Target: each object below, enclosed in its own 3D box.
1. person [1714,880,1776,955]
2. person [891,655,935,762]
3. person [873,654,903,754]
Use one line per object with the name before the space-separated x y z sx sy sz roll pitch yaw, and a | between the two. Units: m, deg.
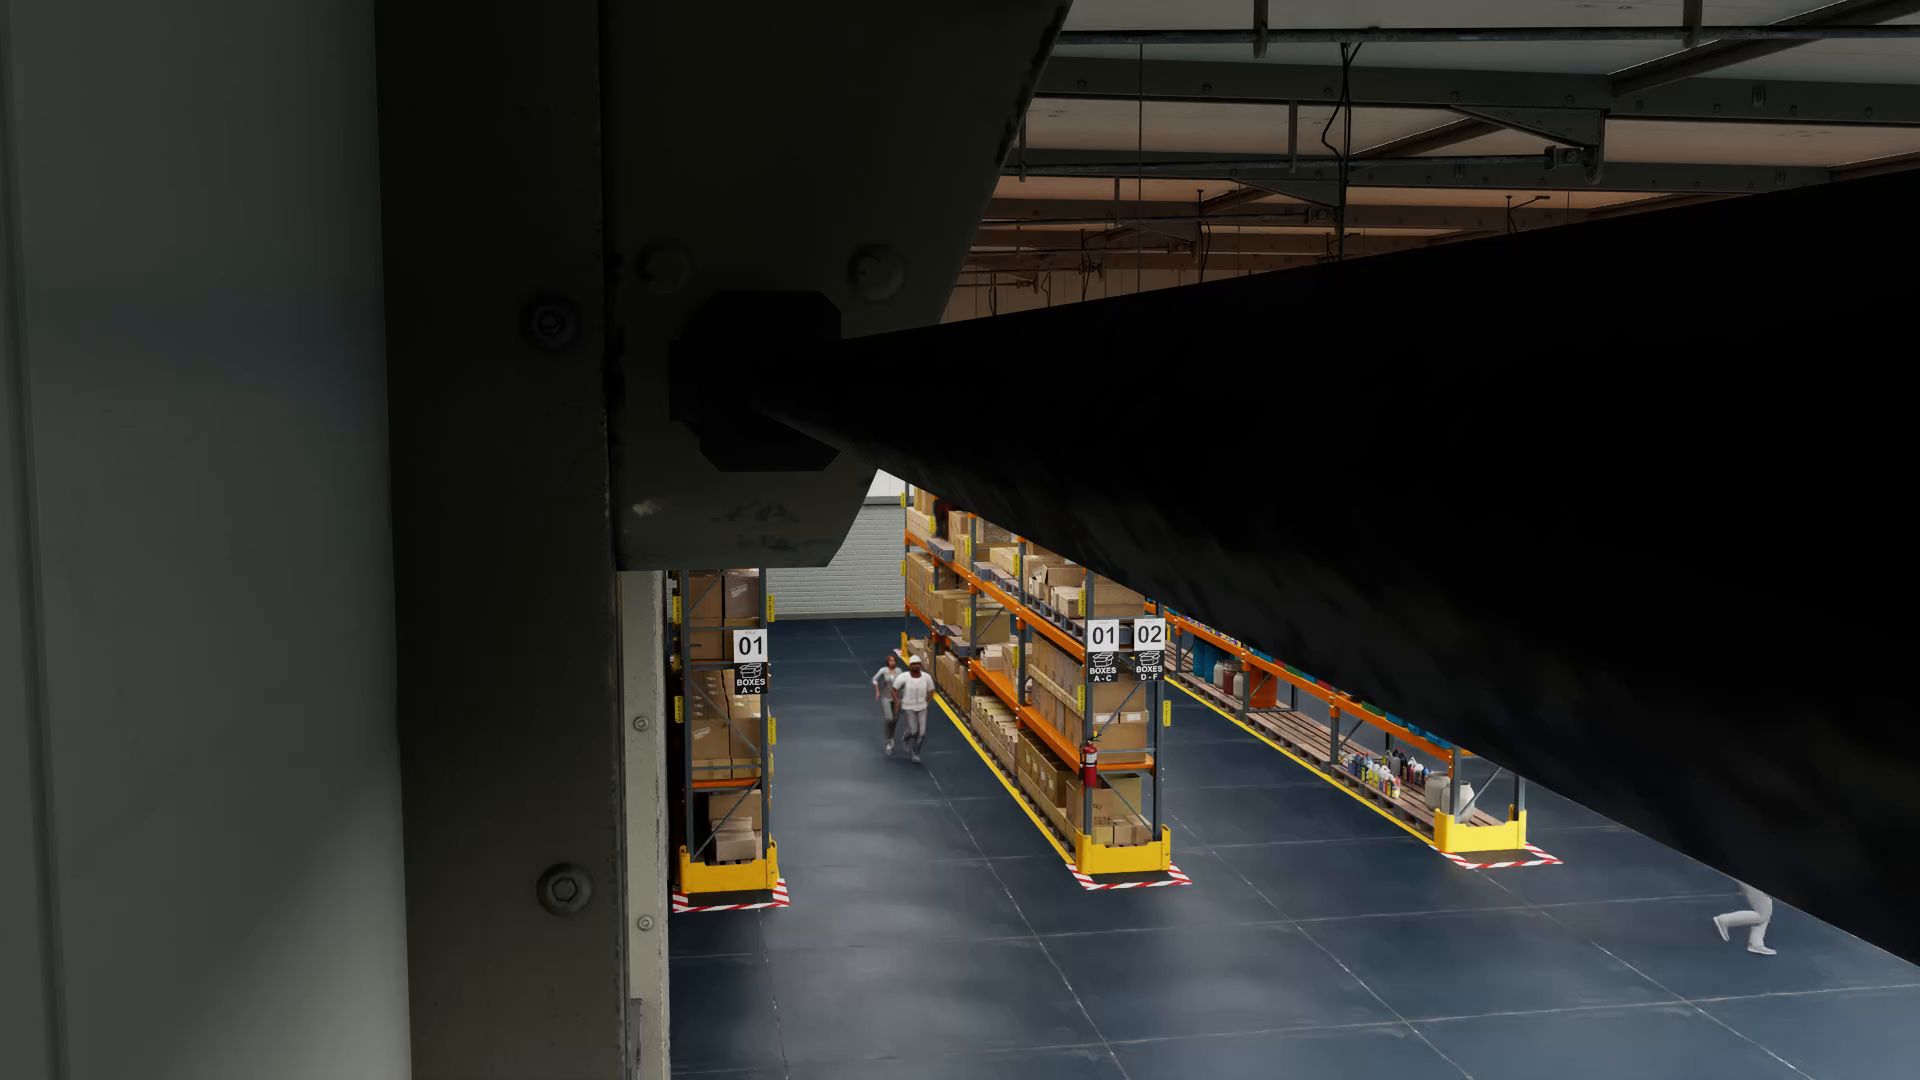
person | 8.503 3.654 17.974 0.672 1.672 0.582 1 6 11
person | -0.718 2.709 26.703 0.699 1.722 0.580 -2 6 -17
person | -1.143 2.693 27.459 0.503 1.636 0.710 -2 6 -18
